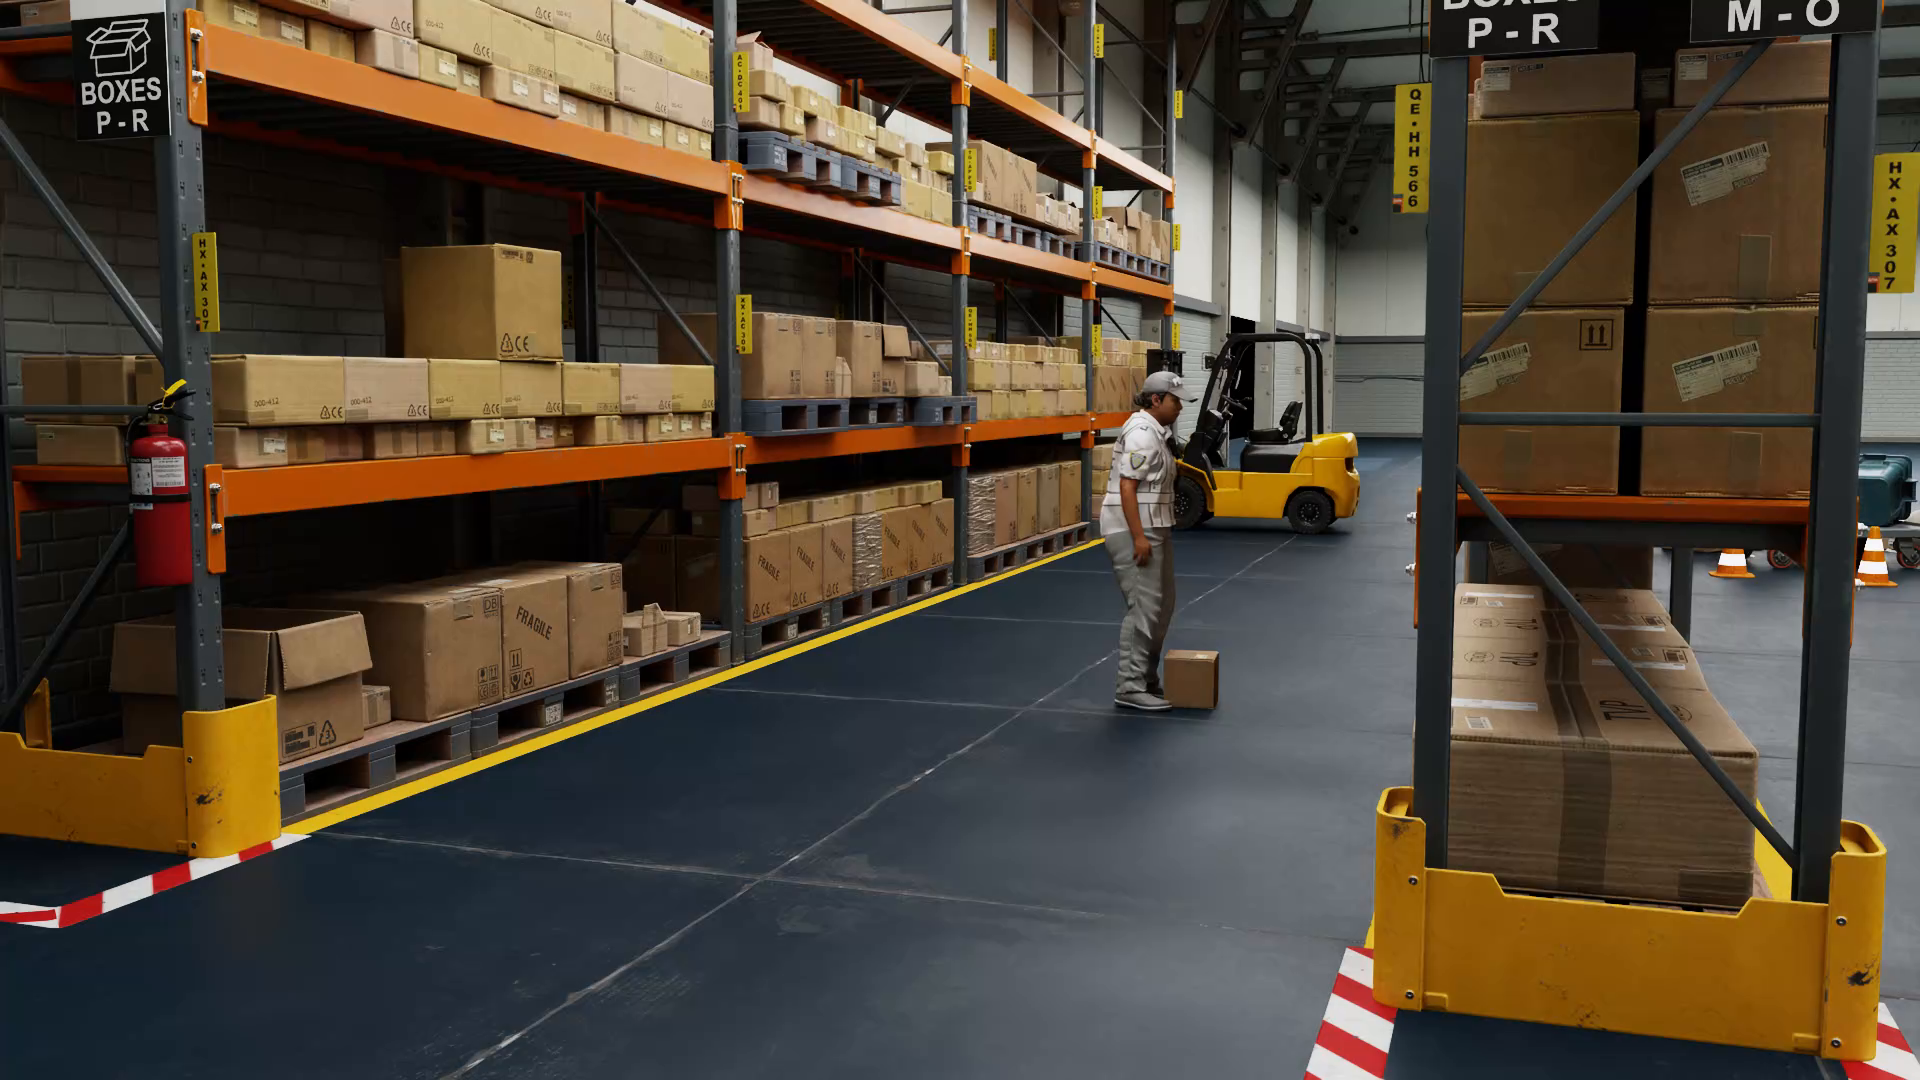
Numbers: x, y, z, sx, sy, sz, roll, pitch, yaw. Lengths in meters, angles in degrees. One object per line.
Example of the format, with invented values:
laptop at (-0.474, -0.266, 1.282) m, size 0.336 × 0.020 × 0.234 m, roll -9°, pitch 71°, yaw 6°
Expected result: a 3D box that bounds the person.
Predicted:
person at (0.948, -0.012, 8.341) m, size 0.469 × 1.665 × 0.537 m, roll 2°, pitch 6°, yaw 19°
